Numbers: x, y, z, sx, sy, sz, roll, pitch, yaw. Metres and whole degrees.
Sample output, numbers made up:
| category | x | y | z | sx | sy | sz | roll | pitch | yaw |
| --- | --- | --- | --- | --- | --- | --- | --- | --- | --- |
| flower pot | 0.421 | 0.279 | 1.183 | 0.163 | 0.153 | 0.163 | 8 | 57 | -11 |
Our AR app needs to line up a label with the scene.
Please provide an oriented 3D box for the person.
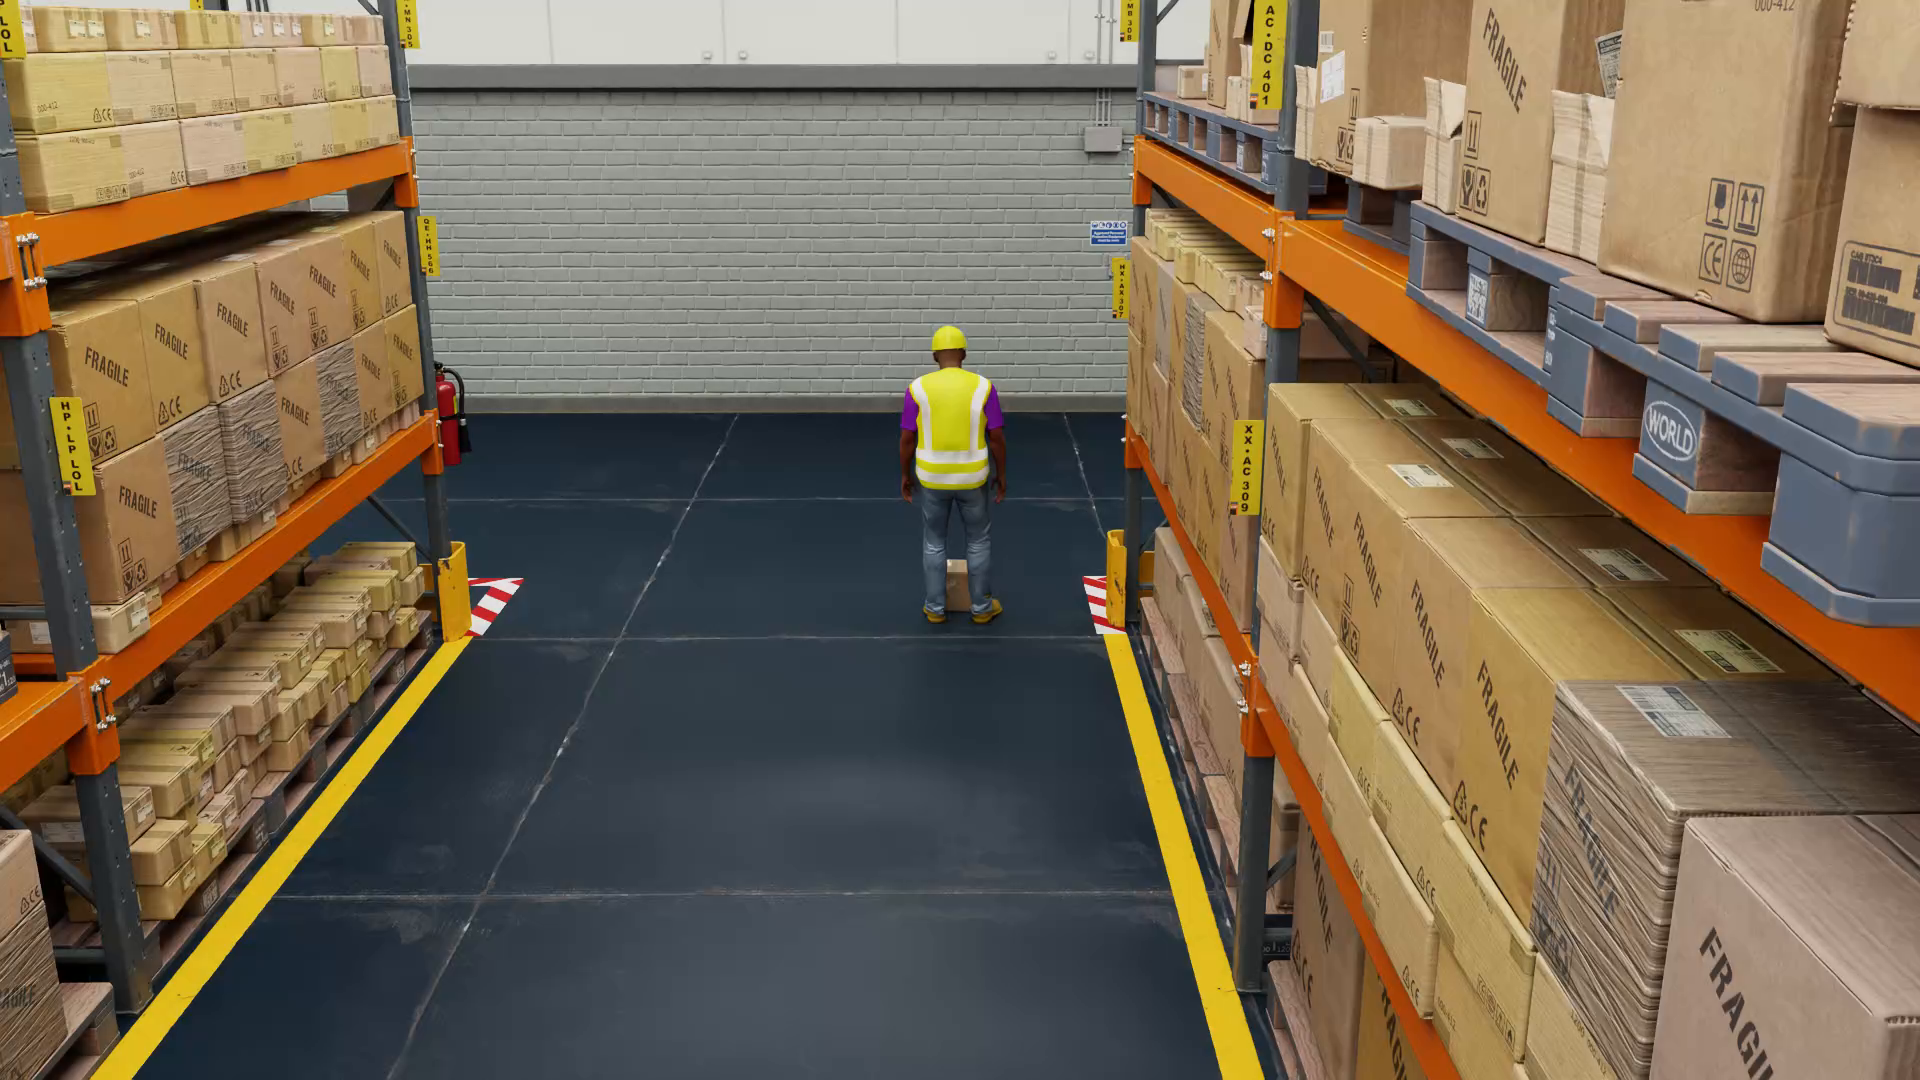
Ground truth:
| category | x | y | z | sx | sy | sz | roll | pitch | yaw |
| --- | --- | --- | --- | --- | --- | --- | --- | --- | --- |
| person | -0.039 | -0.377 | 9.748 | 0.627 | 1.759 | 0.462 | 1 | 17 | 2 |
